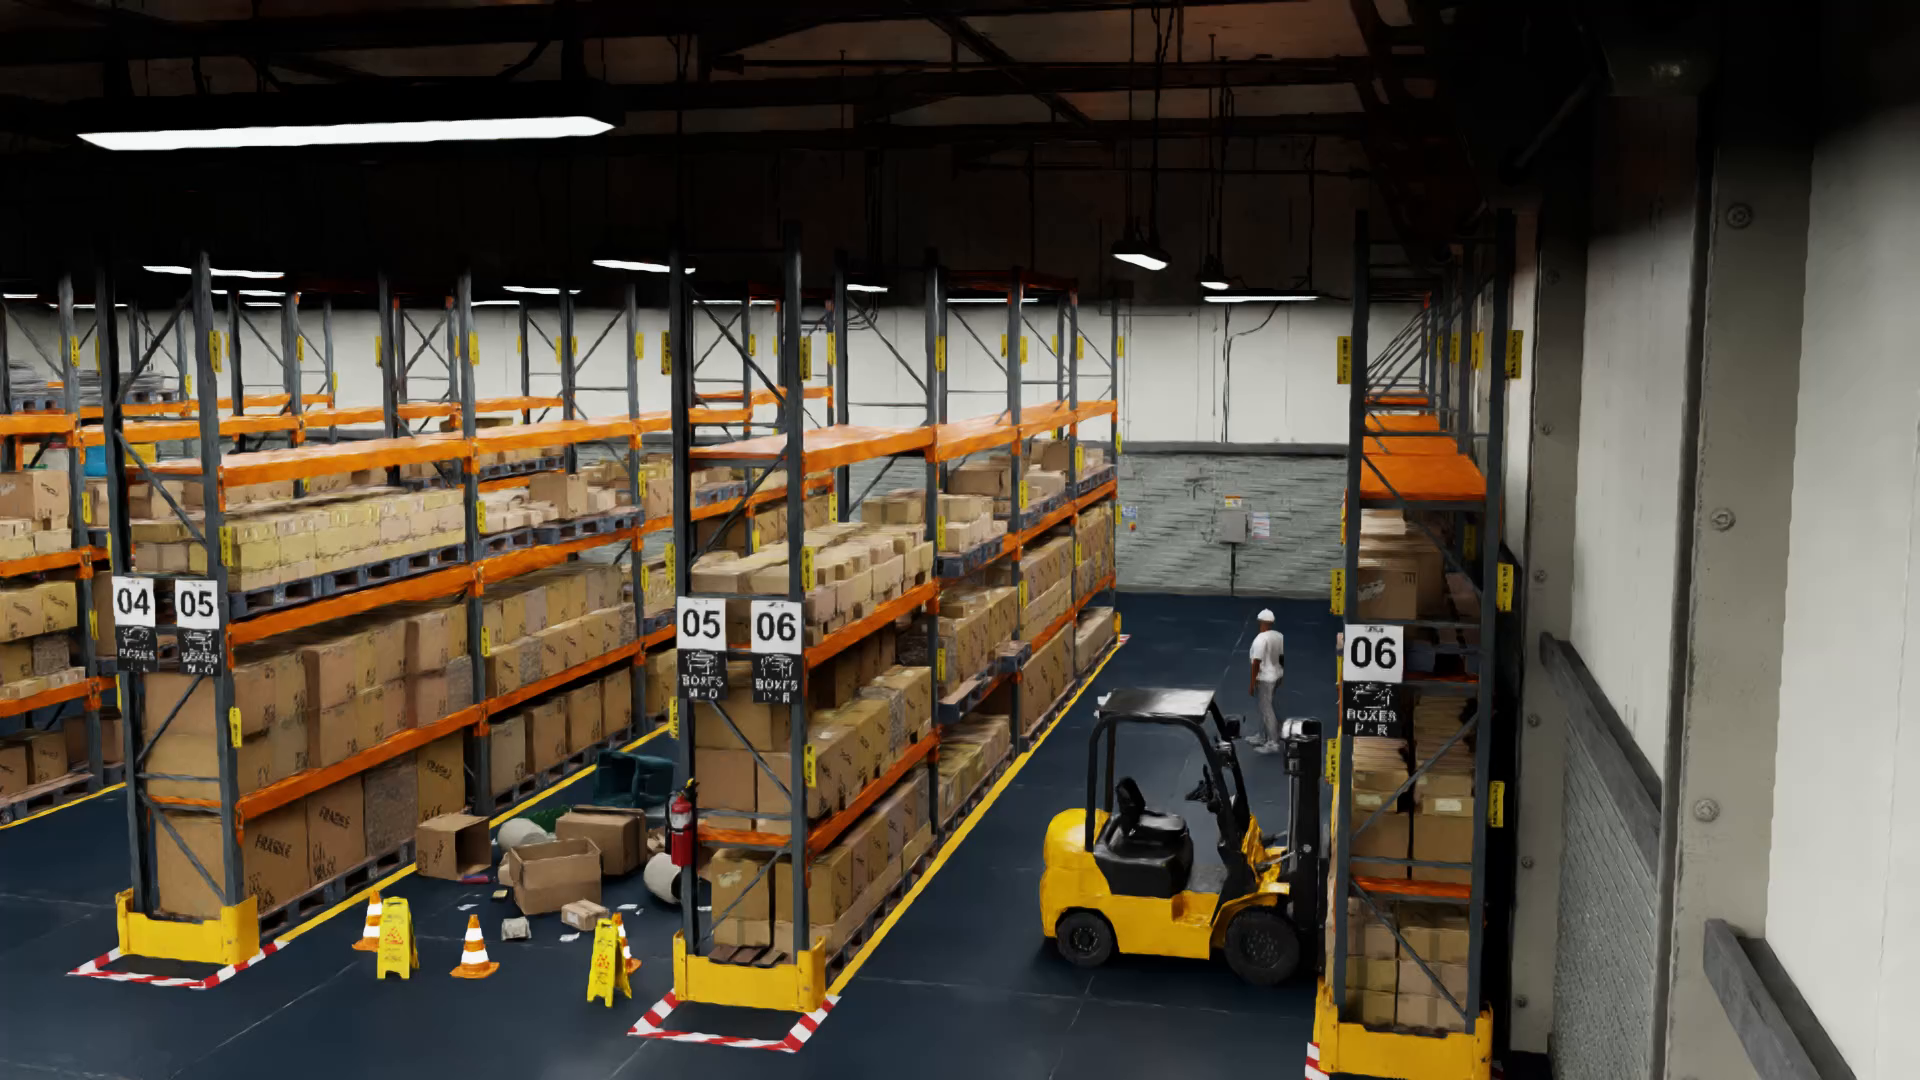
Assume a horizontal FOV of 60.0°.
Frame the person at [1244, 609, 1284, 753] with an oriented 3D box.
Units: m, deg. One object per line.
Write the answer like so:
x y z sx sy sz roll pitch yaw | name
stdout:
3.812 1.736 20.877 0.591 1.763 0.685 5 9 35 | person
